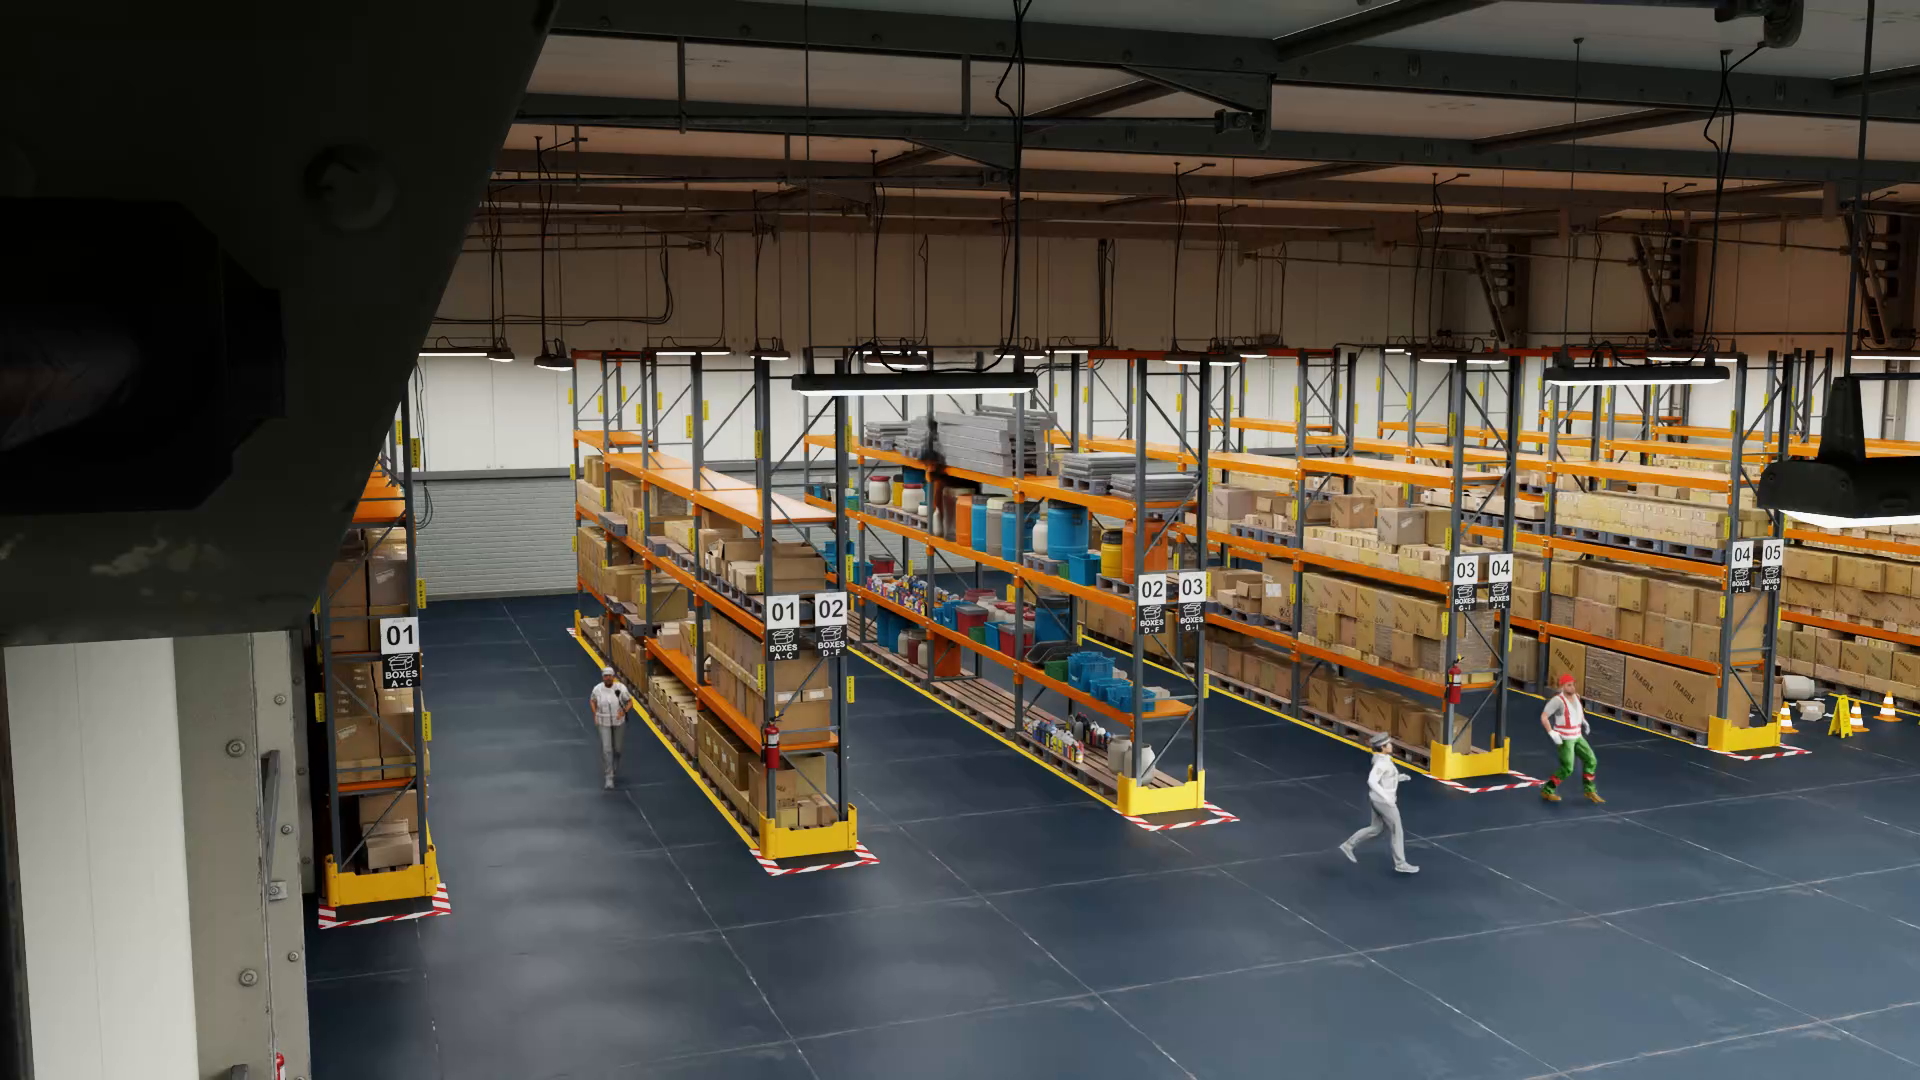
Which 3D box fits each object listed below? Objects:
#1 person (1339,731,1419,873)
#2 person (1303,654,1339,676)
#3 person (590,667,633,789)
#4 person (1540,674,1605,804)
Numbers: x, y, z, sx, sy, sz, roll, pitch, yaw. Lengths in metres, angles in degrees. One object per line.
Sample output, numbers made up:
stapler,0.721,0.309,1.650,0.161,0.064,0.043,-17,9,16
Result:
person,4.941,3.064,19.512,0.927,1.667,0.558,0,7,1
person,6.769,1.640,30.776,0.671,1.847,0.926,-3,8,-22
person,-4.894,2.592,23.391,0.599,1.653,0.837,-2,7,-12
person,8.247,2.693,22.384,0.821,1.783,0.652,-6,10,-42
